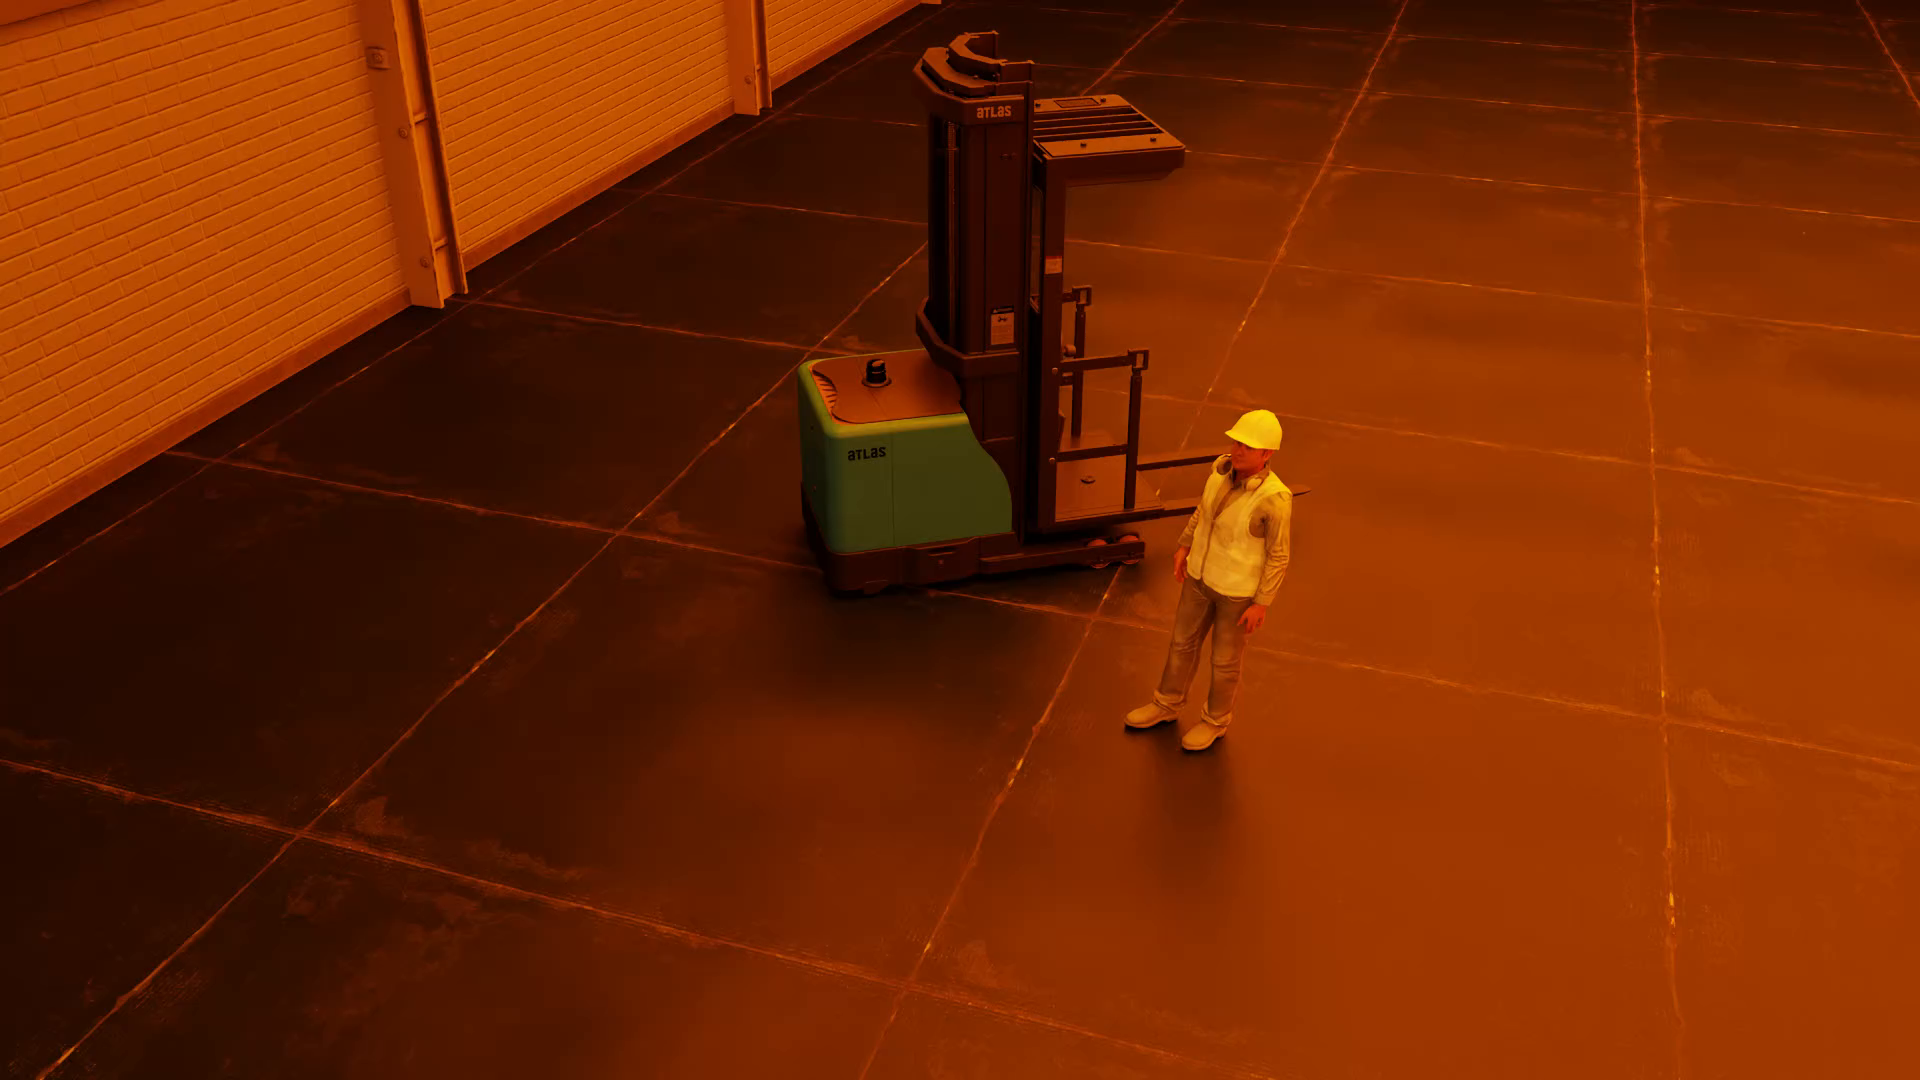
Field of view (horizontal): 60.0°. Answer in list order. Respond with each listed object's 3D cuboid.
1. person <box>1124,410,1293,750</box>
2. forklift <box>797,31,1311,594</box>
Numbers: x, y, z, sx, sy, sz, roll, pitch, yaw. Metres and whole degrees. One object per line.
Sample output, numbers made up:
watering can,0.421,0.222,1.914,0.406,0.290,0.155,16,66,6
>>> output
person,1.217,0.207,7.928,0.569,1.773,0.630,-18,34,-28
forklift,0.604,-1.352,9.509,3.031,2.935,1.130,-7,31,-13
